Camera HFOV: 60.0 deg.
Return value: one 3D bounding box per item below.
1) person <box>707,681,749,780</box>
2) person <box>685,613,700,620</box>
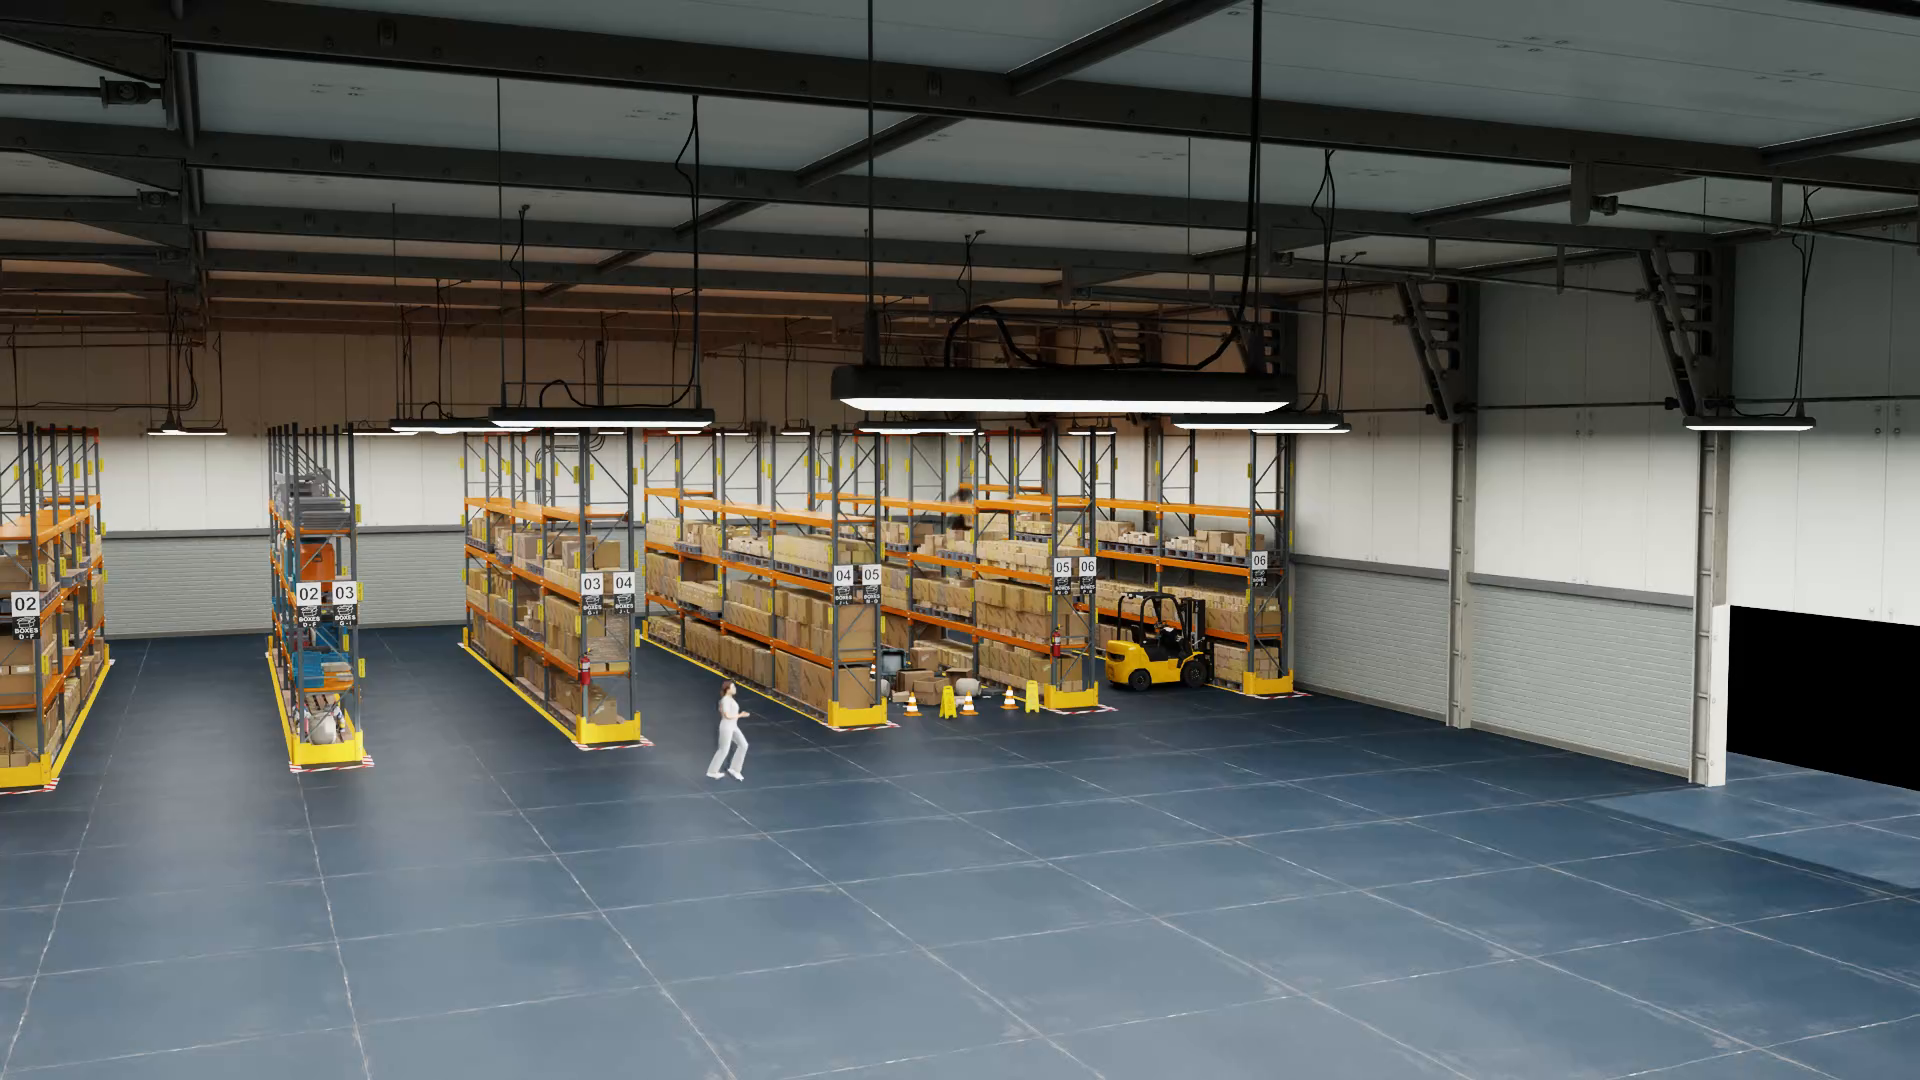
[{"bbox_3d":[-3.862,3.194,27.802,0.761,1.699,0.516,0,4,7],"label":"person"},{"bbox_3d":[-7.983,1.819,49.714,0.608,1.737,0.722,-1,4,-15],"label":"person"}]
